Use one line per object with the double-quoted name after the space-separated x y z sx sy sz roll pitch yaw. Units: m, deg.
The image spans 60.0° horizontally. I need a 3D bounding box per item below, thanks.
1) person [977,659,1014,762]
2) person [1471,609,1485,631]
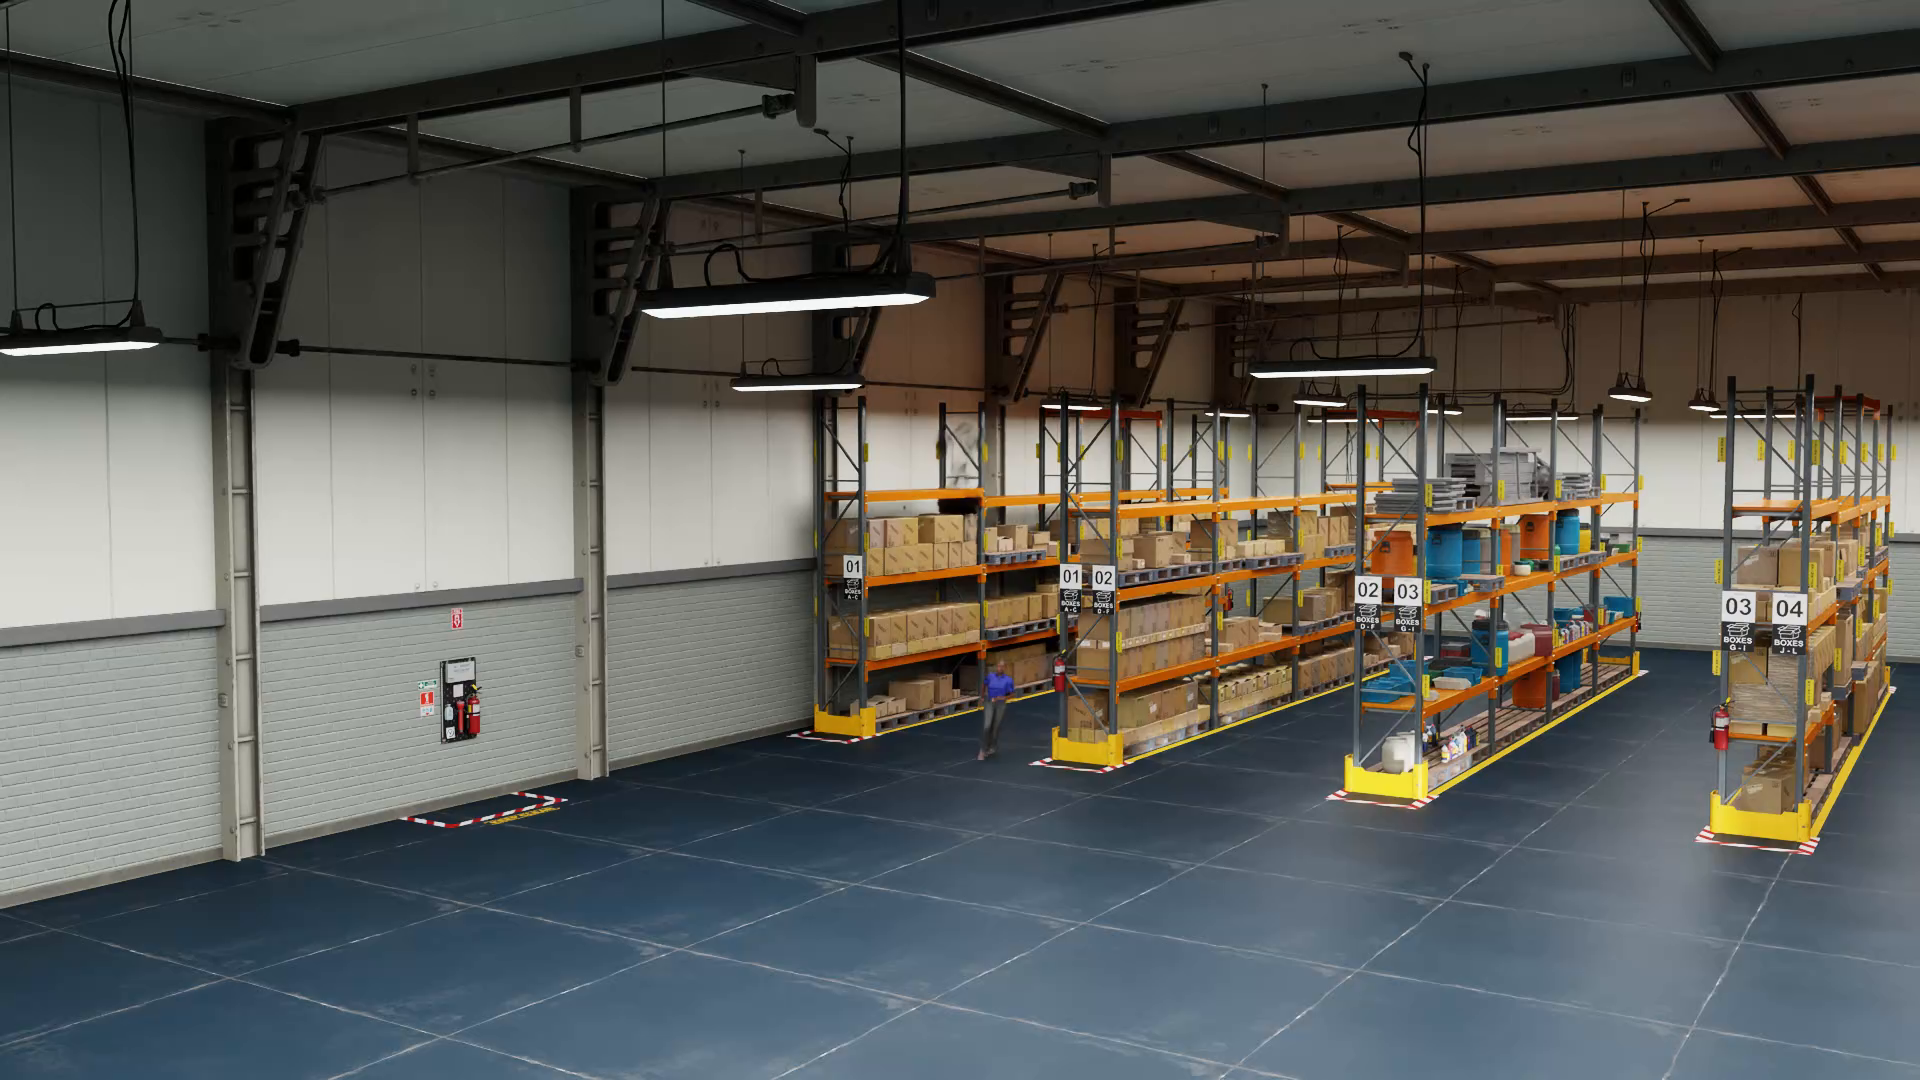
0.603 2.766 27.179 0.590 1.646 0.681 0 3 8 "person"
10.922 2.320 34.632 0.659 1.787 1.024 2 4 37 "person"
